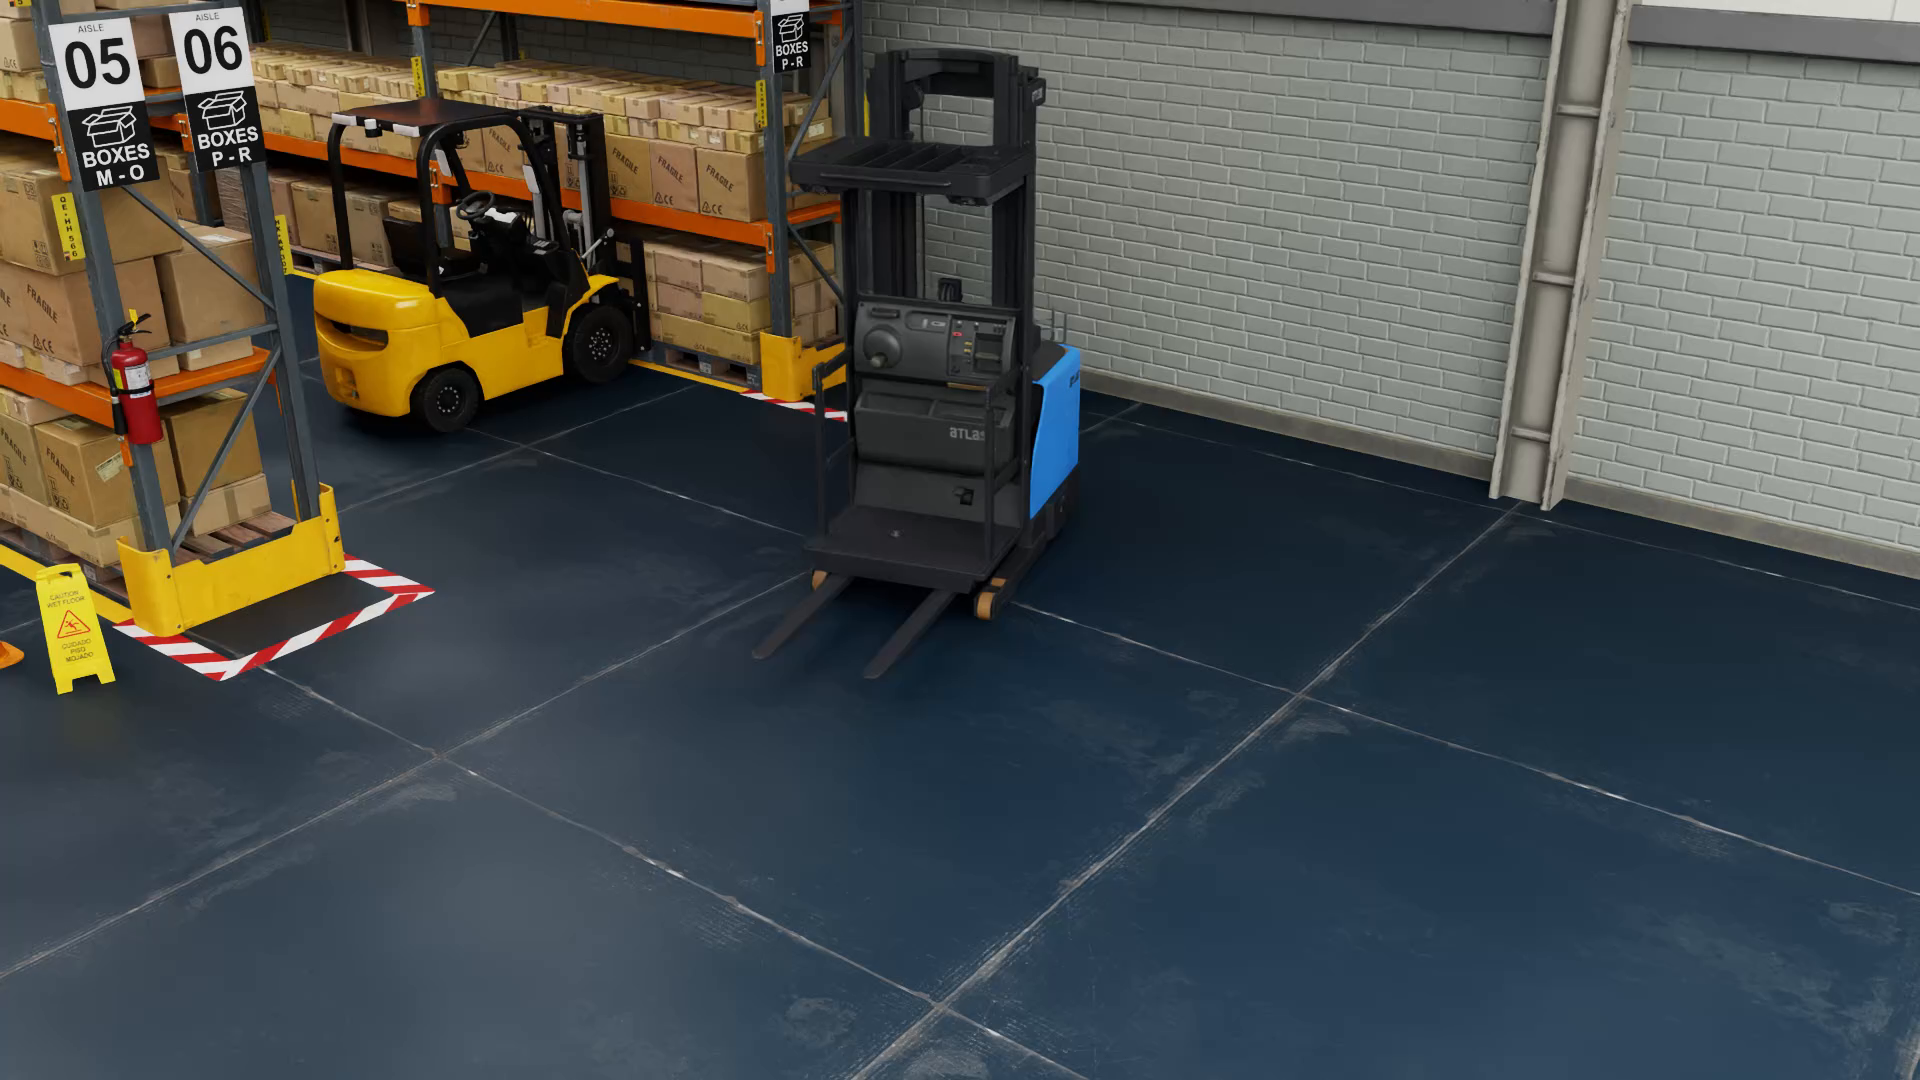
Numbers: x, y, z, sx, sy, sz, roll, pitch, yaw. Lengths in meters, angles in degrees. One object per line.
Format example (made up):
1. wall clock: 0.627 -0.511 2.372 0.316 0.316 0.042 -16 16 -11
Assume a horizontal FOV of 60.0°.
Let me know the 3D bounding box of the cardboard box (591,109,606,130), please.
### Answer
1. cardboard box: -2.709 -3.375 13.260 0.250 0.149 0.380 17 29 33

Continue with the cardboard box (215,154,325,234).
1. cardboard box: -6.987 -3.532 16.969 0.625 0.625 0.875 18 29 35

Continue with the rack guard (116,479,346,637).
1. rack guard: -4.111 0.081 9.446 0.348 0.500 1.175 17 29 33

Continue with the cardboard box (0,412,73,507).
1. cardboard box: -5.267 -0.556 9.751 0.500 0.500 0.500 18 30 35

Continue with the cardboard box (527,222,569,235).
1. cardboard box: -3.270 -2.544 13.953 0.500 0.250 0.500 18 29 35

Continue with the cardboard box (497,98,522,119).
1. cardboard box: -3.593 -3.595 13.761 0.250 0.149 0.380 18 29 34

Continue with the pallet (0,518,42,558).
1. pallet: -5.712 -0.290 10.646 1.213 0.211 1.003 17 29 33

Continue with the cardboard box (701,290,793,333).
1. cardboard box: -1.653 -1.826 12.944 0.500 0.250 0.500 16 29 33

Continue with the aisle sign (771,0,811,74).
1. aisle sign: -1.200 -3.726 11.762 0.004 0.787 0.394 17 29 33

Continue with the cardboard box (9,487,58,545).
1. cardboard box: -5.268 -0.215 9.907 0.500 0.250 0.500 17 29 33

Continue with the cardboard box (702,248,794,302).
1. cardboard box: -1.632 -2.049 12.830 0.500 0.250 0.500 18 29 35

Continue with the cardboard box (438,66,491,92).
1. cardboard box: -4.200 -3.920 14.129 0.250 0.149 0.380 18 29 34

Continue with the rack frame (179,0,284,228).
1. rack frame: -7.478 -4.581 16.928 0.127 3.000 1.000 17 29 33

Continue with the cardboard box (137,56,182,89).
1. cardboard box: -4.121 -2.487 8.766 0.250 0.149 0.380 17 29 33

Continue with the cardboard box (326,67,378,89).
1. cardboard box: -5.527 -4.205 15.144 0.250 0.149 0.380 16 28 32

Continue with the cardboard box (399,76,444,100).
1. cardboard box: -4.683 -3.968 14.606 0.250 0.149 0.380 18 29 35

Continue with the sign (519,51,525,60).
1. sign: -3.945 -4.226 14.949 0.005 0.325 0.100 17 29 33

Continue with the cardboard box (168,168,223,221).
1. cardboard box: -7.945 -3.663 17.422 0.500 0.500 0.500 18 29 35

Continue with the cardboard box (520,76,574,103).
1. cardboard box: -3.359 -3.678 13.579 0.250 0.149 0.380 16 29 32

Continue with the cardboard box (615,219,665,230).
1. cardboard box: -2.549 -2.586 14.048 0.500 0.250 0.500 16 28 32

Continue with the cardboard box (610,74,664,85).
1. cardboard box: -2.651 -3.722 13.679 0.250 0.149 0.380 18 29 35

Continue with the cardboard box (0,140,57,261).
1. cardboard box: -4.990 -1.862 9.022 0.500 0.500 0.700 17 29 34

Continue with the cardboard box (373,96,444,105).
1. cardboard box: -4.823 -3.810 14.744 0.500 0.250 0.500 16 28 32

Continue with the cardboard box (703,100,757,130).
1. cardboard box: -1.705 -3.194 12.481 0.250 0.149 0.380 17 29 33

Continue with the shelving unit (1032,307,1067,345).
1. shelving unit: 0.532 -0.897 10.798 0.258 1.200 0.189 -9 25 -20

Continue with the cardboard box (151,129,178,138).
1. cardboard box: -8.775 -4.449 18.401 0.250 0.149 0.380 17 29 34

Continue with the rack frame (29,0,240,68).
1. rack frame: -4.050 -3.790 7.691 0.127 3.000 1.000 17 29 33

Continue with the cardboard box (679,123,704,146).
1. cardboard box: -1.915 -3.118 12.677 0.250 0.149 0.380 17 29 34

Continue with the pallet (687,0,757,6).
1. pallet: -1.626 -4.158 12.357 1.213 0.211 1.003 17 29 33

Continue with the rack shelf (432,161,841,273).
1. rack shelf: -2.677 -2.801 13.780 4.000 0.370 1.077 17 29 33

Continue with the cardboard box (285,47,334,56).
1. cardboard box: -6.411 -4.764 16.414 0.250 0.149 0.380 16 28 32

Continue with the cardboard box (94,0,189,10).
1. cardboard box: -4.212 -2.819 8.530 0.250 0.149 0.380 17 29 33

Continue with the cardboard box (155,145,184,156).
1. cardboard box: -8.262 -4.020 17.429 0.250 0.149 0.380 15 28 31

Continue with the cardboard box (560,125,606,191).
1. cardboard box: -2.856 -3.097 13.435 0.500 0.500 0.500 17 29 34

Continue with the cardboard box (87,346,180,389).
1. cardboard box: -4.478 -0.951 9.000 0.250 0.149 0.380 18 29 35

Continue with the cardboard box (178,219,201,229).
1. cardboard box: -4.679 -1.555 9.565 0.500 0.500 0.500 18 29 35

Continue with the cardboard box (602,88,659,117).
1. cardboard box: -2.571 -3.420 12.995 0.250 0.149 0.380 17 29 34

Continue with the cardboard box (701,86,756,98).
1. cardboard box: -1.815 -3.474 13.116 0.250 0.149 0.380 17 29 34

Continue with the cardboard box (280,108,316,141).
1. cardboard box: -6.039 -3.955 15.692 0.500 0.250 0.500 18 29 35

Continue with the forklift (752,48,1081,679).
1. forklift: -0.216 -1.077 9.059 1.130 2.935 3.031 8 25 18

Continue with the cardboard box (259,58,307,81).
1. cardboard box: -6.360 -4.443 15.685 0.250 0.149 0.380 18 29 34

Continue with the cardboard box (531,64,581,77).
1. cardboard box: -3.444 -3.979 14.264 0.250 0.149 0.380 17 29 33

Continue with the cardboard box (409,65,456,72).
1. cardboard box: -4.812 -4.253 15.255 0.250 0.149 0.380 17 29 33

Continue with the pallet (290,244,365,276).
1. pallet: -5.870 -2.798 16.340 1.213 0.211 1.003 17 29 33

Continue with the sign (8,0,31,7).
1. sign: -4.399 -2.648 7.722 0.005 0.325 0.100 17 29 33

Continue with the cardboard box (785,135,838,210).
1. cardboard box: -1.306 -2.902 12.992 0.500 0.500 0.500 18 29 35

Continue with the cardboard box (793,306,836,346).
1. cardboard box: -1.352 -1.763 13.420 0.500 0.250 0.500 17 29 34

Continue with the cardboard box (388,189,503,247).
1. cardboard box: -4.701 -2.842 15.405 0.625 0.625 0.875 18 30 36

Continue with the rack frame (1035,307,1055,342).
1. rack frame: 0.498 -0.931 10.876 0.240 1.200 0.006 -9 25 -20

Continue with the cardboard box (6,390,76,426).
1. cardboard box: -5.182 -0.795 9.489 0.250 0.149 0.380 18 29 35

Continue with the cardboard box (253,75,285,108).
1. cardboard box: -6.461 -4.302 15.859 0.500 0.250 0.500 16 28 32

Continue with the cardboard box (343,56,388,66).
1. cardboard box: -5.622 -4.495 15.802 0.250 0.149 0.380 17 29 34
